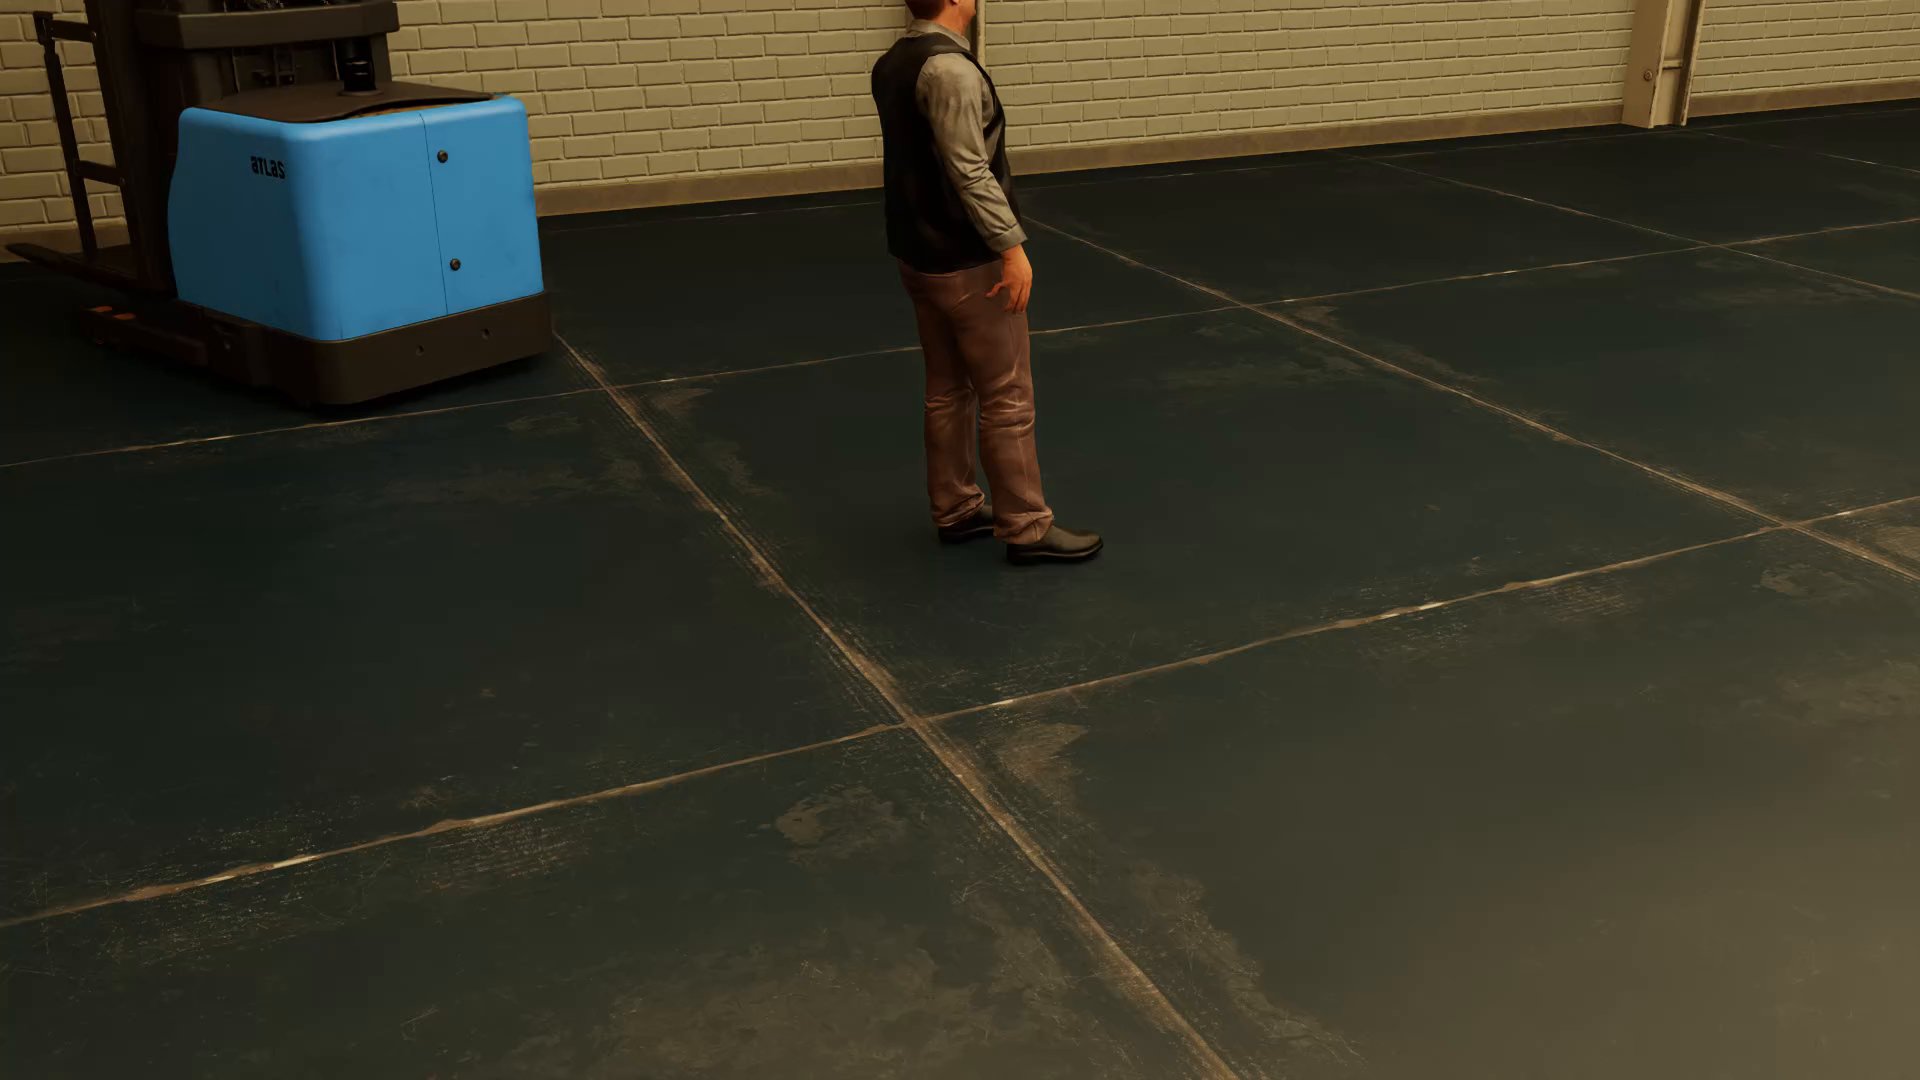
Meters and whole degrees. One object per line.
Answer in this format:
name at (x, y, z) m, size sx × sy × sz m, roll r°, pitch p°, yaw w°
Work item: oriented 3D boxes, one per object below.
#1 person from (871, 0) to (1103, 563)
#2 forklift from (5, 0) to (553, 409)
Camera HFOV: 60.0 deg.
person at (0.060, -0.809, 4.792) m, size 0.566 × 1.722 × 0.633 m, roll -10°, pitch 25°, yaw -23°
forklift at (-3.136, -2.283, 6.782) m, size 3.031 × 2.935 × 1.130 m, roll 17°, pitch 28°, yaw 35°
